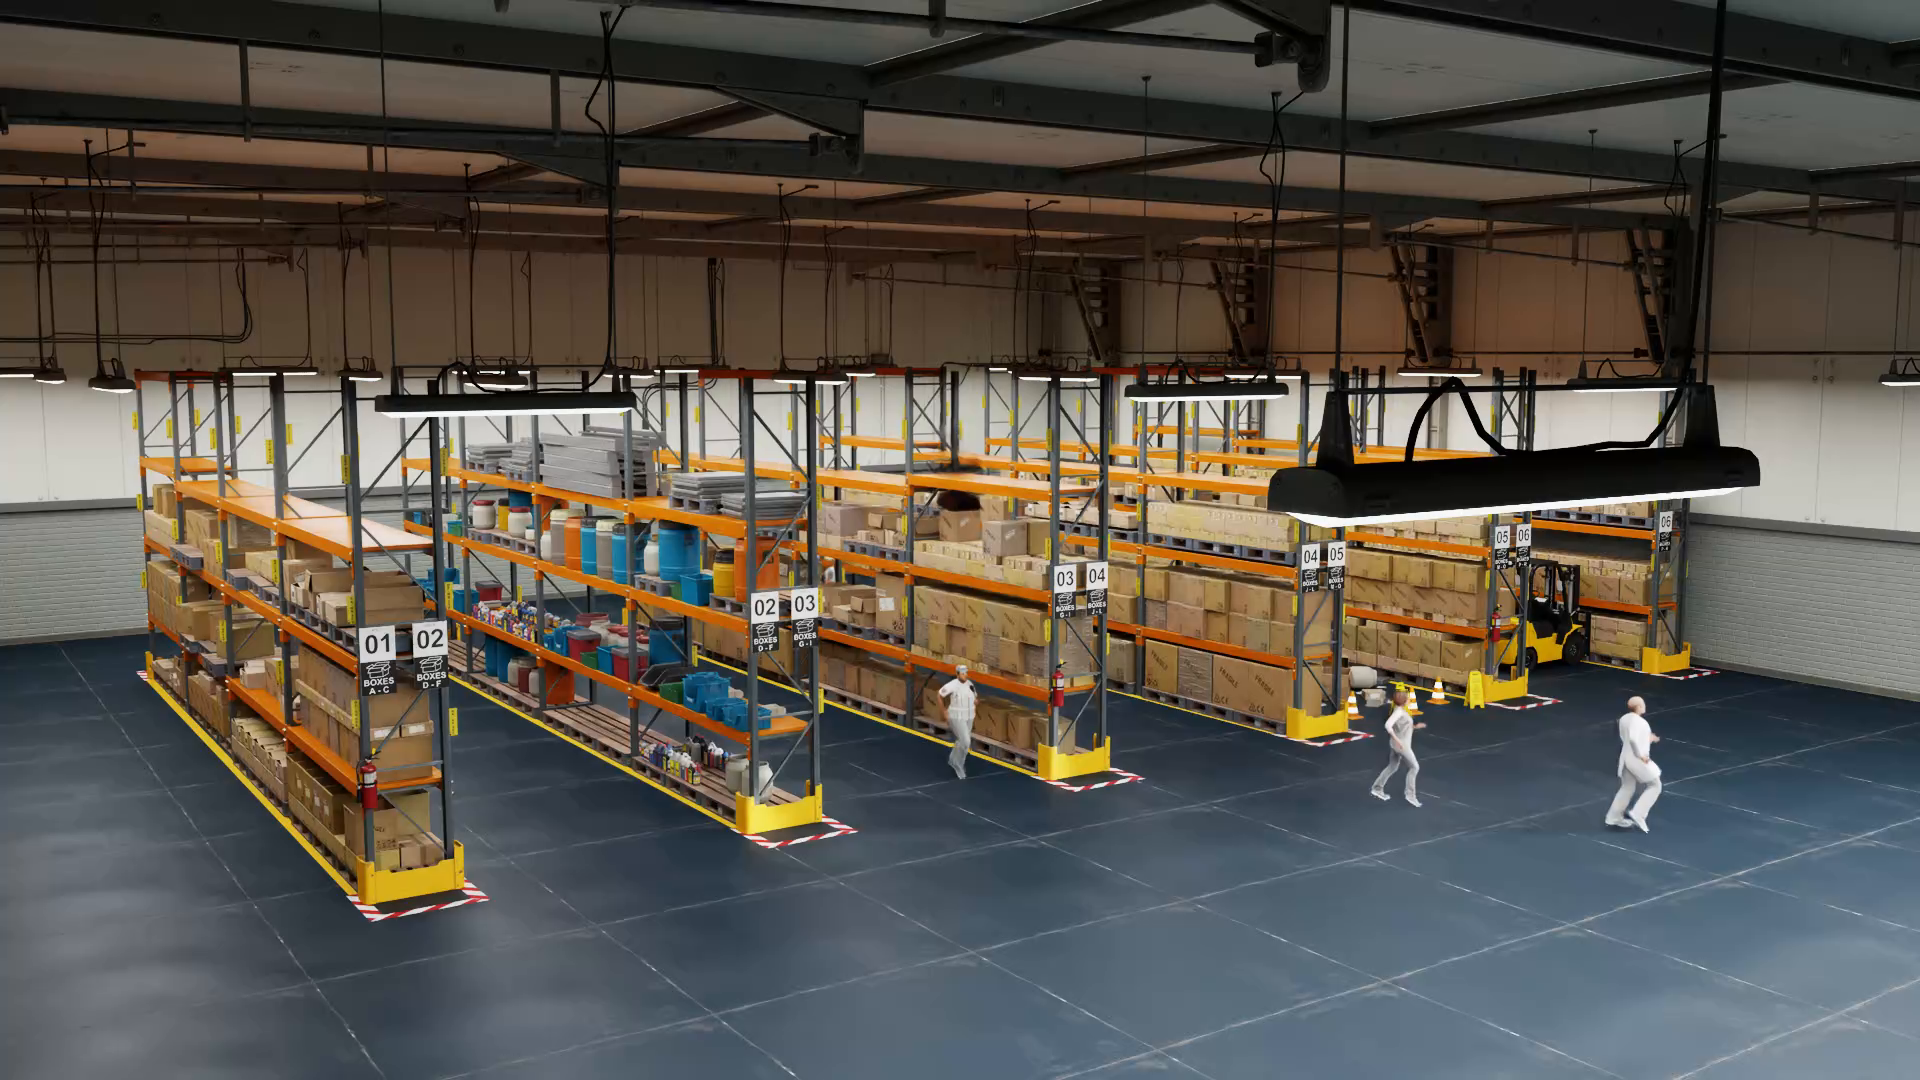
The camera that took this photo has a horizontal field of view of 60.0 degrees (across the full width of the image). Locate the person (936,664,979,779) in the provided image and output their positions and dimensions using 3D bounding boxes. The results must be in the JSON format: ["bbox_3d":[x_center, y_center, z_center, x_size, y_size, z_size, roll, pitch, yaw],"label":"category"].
[{"bbox_3d":[0.024,2.712,24.893,0.576,1.716,0.707,-6,9,-43],"label":"person"}]

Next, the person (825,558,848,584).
[{"bbox_3d":[-2.780,1.214,37.508,0.671,1.815,0.904,-4,8,-32],"label":"person"}]

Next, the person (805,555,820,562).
[{"bbox_3d":[-3.687,0.848,41.597,0.638,1.651,0.613,5,8,35],"label":"person"}]

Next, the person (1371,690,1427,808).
[{"bbox_3d":[6.138,2.916,23.241,0.728,1.634,0.510,1,6,4],"label":"person"}]

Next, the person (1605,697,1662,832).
[{"bbox_3d":[8.978,2.977,22.064,0.797,1.813,0.679,-1,7,-10],"label":"person"}]
